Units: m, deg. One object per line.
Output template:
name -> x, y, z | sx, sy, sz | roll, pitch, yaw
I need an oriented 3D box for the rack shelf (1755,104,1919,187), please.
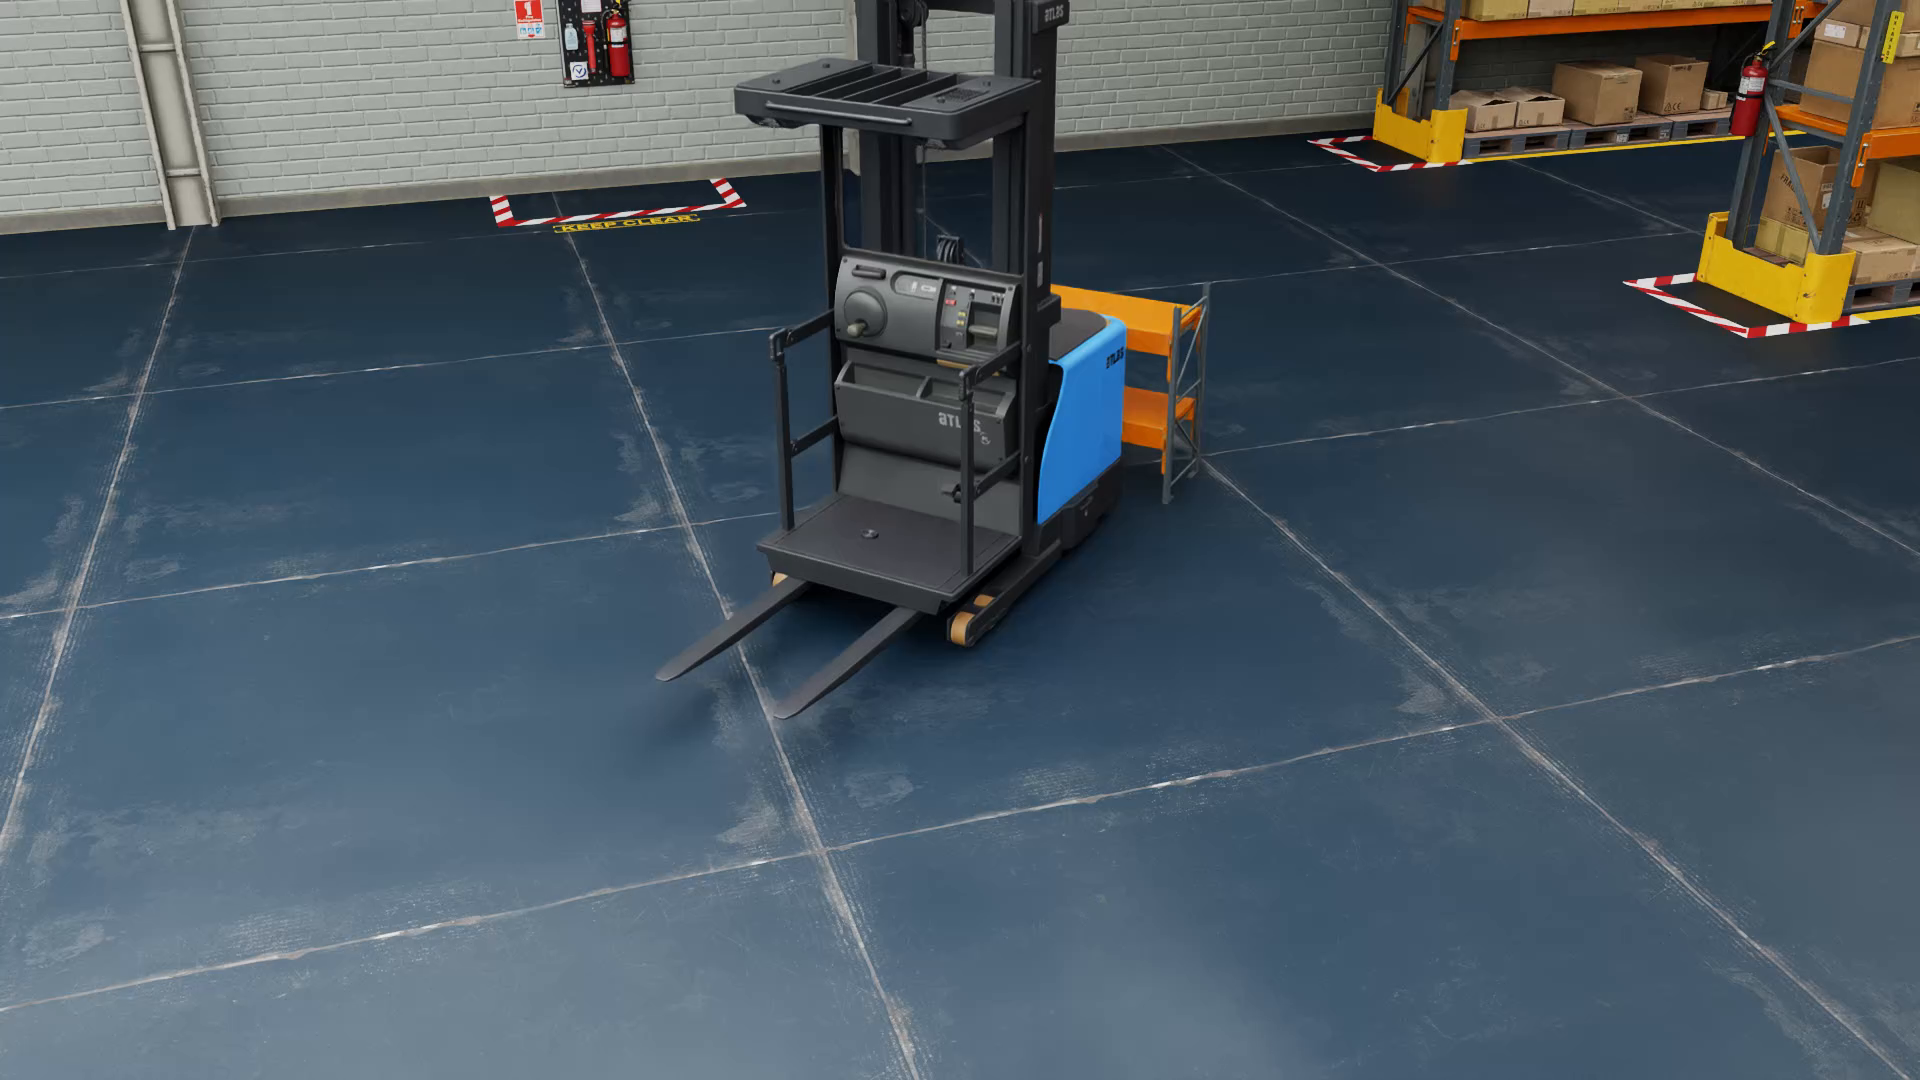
rack shelf -> 7.920, -3.100, 12.429 | 4.000, 0.370, 1.077 | -8, 28, -16

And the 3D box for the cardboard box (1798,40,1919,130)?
cardboard box -> 6.466, -3.250, 11.811 | 0.500, 0.500, 0.700 | -8, 28, -16

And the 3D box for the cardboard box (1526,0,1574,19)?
cardboard box -> 5.532, -5.193, 15.982 | 0.500, 0.250, 0.500 | -9, 28, -18

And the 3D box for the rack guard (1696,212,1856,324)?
rack guard -> 5.995, -2.024, 12.264 | 0.348, 0.500, 1.175 | -8, 28, -16

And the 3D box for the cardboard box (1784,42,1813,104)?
cardboard box -> 8.979, -4.977, 17.718 | 0.500, 0.500, 0.700 | -7, 27, -14

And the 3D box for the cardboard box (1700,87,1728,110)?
cardboard box -> 7.784, -4.633, 17.400 | 0.250, 0.166, 0.380 | -12, 29, -23

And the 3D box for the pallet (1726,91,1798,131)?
pallet -> 9.024, -4.650, 17.879 | 1.213, 0.211, 1.003 | -8, 28, -16

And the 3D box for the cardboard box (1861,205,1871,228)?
cardboard box -> 6.908, -2.376, 12.782 | 0.500, 0.250, 0.500 | -8, 28, -16

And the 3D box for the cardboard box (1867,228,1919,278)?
cardboard box -> 7.071, -2.153, 12.334 | 0.500, 0.250, 0.500 | -8, 28, -16

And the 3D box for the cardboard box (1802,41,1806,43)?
cardboard box -> 9.454, -5.069, 17.904 | 0.500, 0.500, 0.700 | -9, 28, -17

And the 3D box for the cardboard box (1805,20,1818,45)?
cardboard box -> 9.396, -5.375, 17.677 | 0.500, 0.250, 0.500 | -9, 28, -17

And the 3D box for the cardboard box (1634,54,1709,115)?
cardboard box -> 7.309, -4.709, 17.178 | 0.500, 0.500, 0.500 | -10, 28, -20

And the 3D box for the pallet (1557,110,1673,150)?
pallet -> 6.494, -4.265, 17.104 | 1.213, 0.211, 1.003 | -8, 28, -16

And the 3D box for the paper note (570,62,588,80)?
paper note -> -3.378, -4.162, 14.752 | 0.142, 0.148, 0.016 | -8, 28, -16

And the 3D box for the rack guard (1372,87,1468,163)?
rack guard -> 4.553, -4.131, 16.509 | 0.348, 0.500, 1.175 | -8, 28, -16

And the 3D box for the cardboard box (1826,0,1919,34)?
cardboard box -> 6.516, -3.838, 11.537 | 0.500, 0.500, 0.700 | -8, 28, -16

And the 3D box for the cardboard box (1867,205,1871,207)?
cardboard box -> 7.383, -2.445, 12.922 | 0.500, 0.250, 0.500 | -8, 28, -16

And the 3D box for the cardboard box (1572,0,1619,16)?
cardboard box -> 6.018, -5.260, 16.119 | 0.500, 0.250, 0.500 | -9, 28, -17

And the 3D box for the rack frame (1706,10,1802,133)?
rack frame -> 8.284, -5.791, 17.042 | 0.127, 3.000, 1.000 | -8, 28, -16

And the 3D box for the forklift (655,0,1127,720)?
forklift -> -0.272, -1.043, 7.554 | 1.130, 2.935, 3.031 | 14, 30, 26

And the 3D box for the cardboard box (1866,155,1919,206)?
cardboard box -> 7.382, -2.782, 12.758 | 0.500, 0.500, 0.500 | -8, 28, -16

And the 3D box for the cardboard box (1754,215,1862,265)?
cardboard box -> 6.437, -2.302, 12.633 | 0.500, 0.250, 0.500 | -8, 28, -16

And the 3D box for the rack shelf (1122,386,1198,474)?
rack shelf -> 0.788, -0.687, 9.419 | 1.000, 0.278, 0.538 | 13, 29, 24

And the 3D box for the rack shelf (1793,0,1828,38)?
rack shelf -> 10.186, -5.744, 17.757 | 4.000, 0.370, 1.077 | -8, 28, -16

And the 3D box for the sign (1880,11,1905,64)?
sign -> 6.184, -3.334, 11.030 | 0.005, 0.325, 0.100 | -8, 28, -16

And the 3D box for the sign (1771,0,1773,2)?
sign -> 5.863, -4.002, 11.870 | 0.005, 0.325, 0.100 | -8, 28, -16

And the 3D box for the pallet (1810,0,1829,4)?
pallet -> 9.056, -5.749, 17.173 | 1.213, 0.211, 1.003 | -8, 28, -16

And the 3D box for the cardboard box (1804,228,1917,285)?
cardboard box -> 6.597, -2.083, 12.192 | 0.500, 0.250, 0.500 | -8, 28, -16

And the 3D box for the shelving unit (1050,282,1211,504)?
shelving unit -> 0.788, -0.906, 9.311 | 1.048, 1.125, 0.538 | 13, 29, 24

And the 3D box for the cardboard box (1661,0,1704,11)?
cardboard box -> 6.978, -5.399, 16.397 | 0.500, 0.250, 0.500 | -8, 28, -16

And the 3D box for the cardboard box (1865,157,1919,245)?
cardboard box -> 7.072, -2.488, 12.165 | 0.500, 0.500, 0.500 | -8, 28, -16

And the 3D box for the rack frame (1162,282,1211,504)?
rack frame -> 1.240, -0.802, 9.101 | 0.032, 1.125, 0.500 | 13, 29, 24

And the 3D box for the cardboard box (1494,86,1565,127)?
cardboard box -> 5.708, -4.369, 16.706 | 0.500, 0.311, 0.500 | -6, 27, -12

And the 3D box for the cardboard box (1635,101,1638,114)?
cardboard box -> 6.757, -4.500, 17.151 | 0.250, 0.149, 0.380 | -11, 28, -20

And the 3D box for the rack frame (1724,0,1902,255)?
rack frame -> 6.018, -3.146, 11.715 | 0.127, 3.000, 1.000 | -8, 28, -16

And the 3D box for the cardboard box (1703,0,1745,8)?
cardboard box -> 7.451, -5.474, 16.550 | 0.500, 0.250, 0.500 | -8, 28, -16

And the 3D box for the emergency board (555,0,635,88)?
emergency board -> -3.188, -4.552, 14.546 | 0.643, 1.169, 0.194 | -8, 28, -16

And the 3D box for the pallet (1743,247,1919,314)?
pallet -> 6.732, -2.021, 12.582 | 1.213, 0.211, 1.003 | -8, 28, -16

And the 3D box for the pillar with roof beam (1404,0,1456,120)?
pillar with roof beam -> 6.211, -6.569, 11.863 | 0.400, 9.000, 9.100 | -8, 28, -16

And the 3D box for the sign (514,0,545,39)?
sign -> -3.746, -4.536, 14.473 | 0.234, 0.329, 0.001 | -8, 28, -16

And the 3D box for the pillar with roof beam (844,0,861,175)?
pillar with roof beam -> 0.506, -5.743, 10.199 | 0.400, 9.000, 9.100 | -8, 28, -16

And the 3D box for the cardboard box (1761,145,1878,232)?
cardboard box -> 6.436, -2.639, 12.468 | 0.500, 0.500, 0.500 | -8, 28, -16

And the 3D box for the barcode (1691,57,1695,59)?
barcode -> 7.696, -5.039, 17.483 | 0.075, 0.075, 0.001 | -8, 28, -16

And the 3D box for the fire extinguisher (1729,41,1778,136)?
fire extinguisher -> 5.762, -3.292, 12.095 | 0.183, 0.674, 0.296 | -8, 28, -16

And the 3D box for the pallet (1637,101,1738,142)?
pallet -> 7.656, -4.435, 17.446 | 1.213, 0.211, 1.003 | -8, 28, -16

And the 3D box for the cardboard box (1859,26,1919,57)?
cardboard box -> 6.458, -3.445, 11.474 | 0.250, 0.149, 0.380 | -8, 28, -16

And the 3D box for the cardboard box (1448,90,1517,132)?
cardboard box -> 5.166, -4.290, 16.548 | 0.500, 0.311, 0.500 | -12, 29, -22

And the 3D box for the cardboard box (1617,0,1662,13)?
cardboard box -> 6.500, -5.329, 16.257 | 0.500, 0.250, 0.500 | -8, 28, -16

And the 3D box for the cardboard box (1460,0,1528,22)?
cardboard box -> 5.043, -5.115, 15.826 | 0.500, 0.250, 0.500 | -9, 28, -18

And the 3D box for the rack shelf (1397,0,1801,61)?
rack shelf -> 6.382, -5.194, 16.647 | 4.000, 0.370, 1.077 | -8, 28, -16

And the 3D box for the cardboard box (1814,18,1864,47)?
cardboard box -> 6.322, -3.615, 11.816 | 0.250, 0.149, 0.380 | -9, 28, -17

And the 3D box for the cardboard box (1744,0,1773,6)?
cardboard box -> 7.927, -5.540, 16.681 | 0.500, 0.250, 0.500 | -8, 28, -16

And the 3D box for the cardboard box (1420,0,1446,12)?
cardboard box -> 4.865, -5.329, 16.256 | 0.500, 0.250, 0.500 | -8, 27, -15

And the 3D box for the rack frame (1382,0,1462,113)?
rack frame -> 4.481, -5.240, 15.932 | 0.127, 3.000, 1.000 | -8, 28, -16

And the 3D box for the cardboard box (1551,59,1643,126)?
cardboard box -> 6.421, -4.533, 16.825 | 0.500, 0.500, 0.700 | -10, 28, -19

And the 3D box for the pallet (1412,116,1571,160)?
pallet -> 5.336, -4.099, 16.769 | 1.213, 0.211, 1.003 | -8, 28, -16

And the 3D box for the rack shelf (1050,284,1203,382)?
rack shelf -> 0.788, -1.168, 9.180 | 1.000, 0.278, 0.538 | 13, 29, 24

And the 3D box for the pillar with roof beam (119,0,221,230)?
pillar with roof beam -> -5.199, -4.917, 8.534 | 0.400, 9.000, 9.100 | -8, 28, -16
